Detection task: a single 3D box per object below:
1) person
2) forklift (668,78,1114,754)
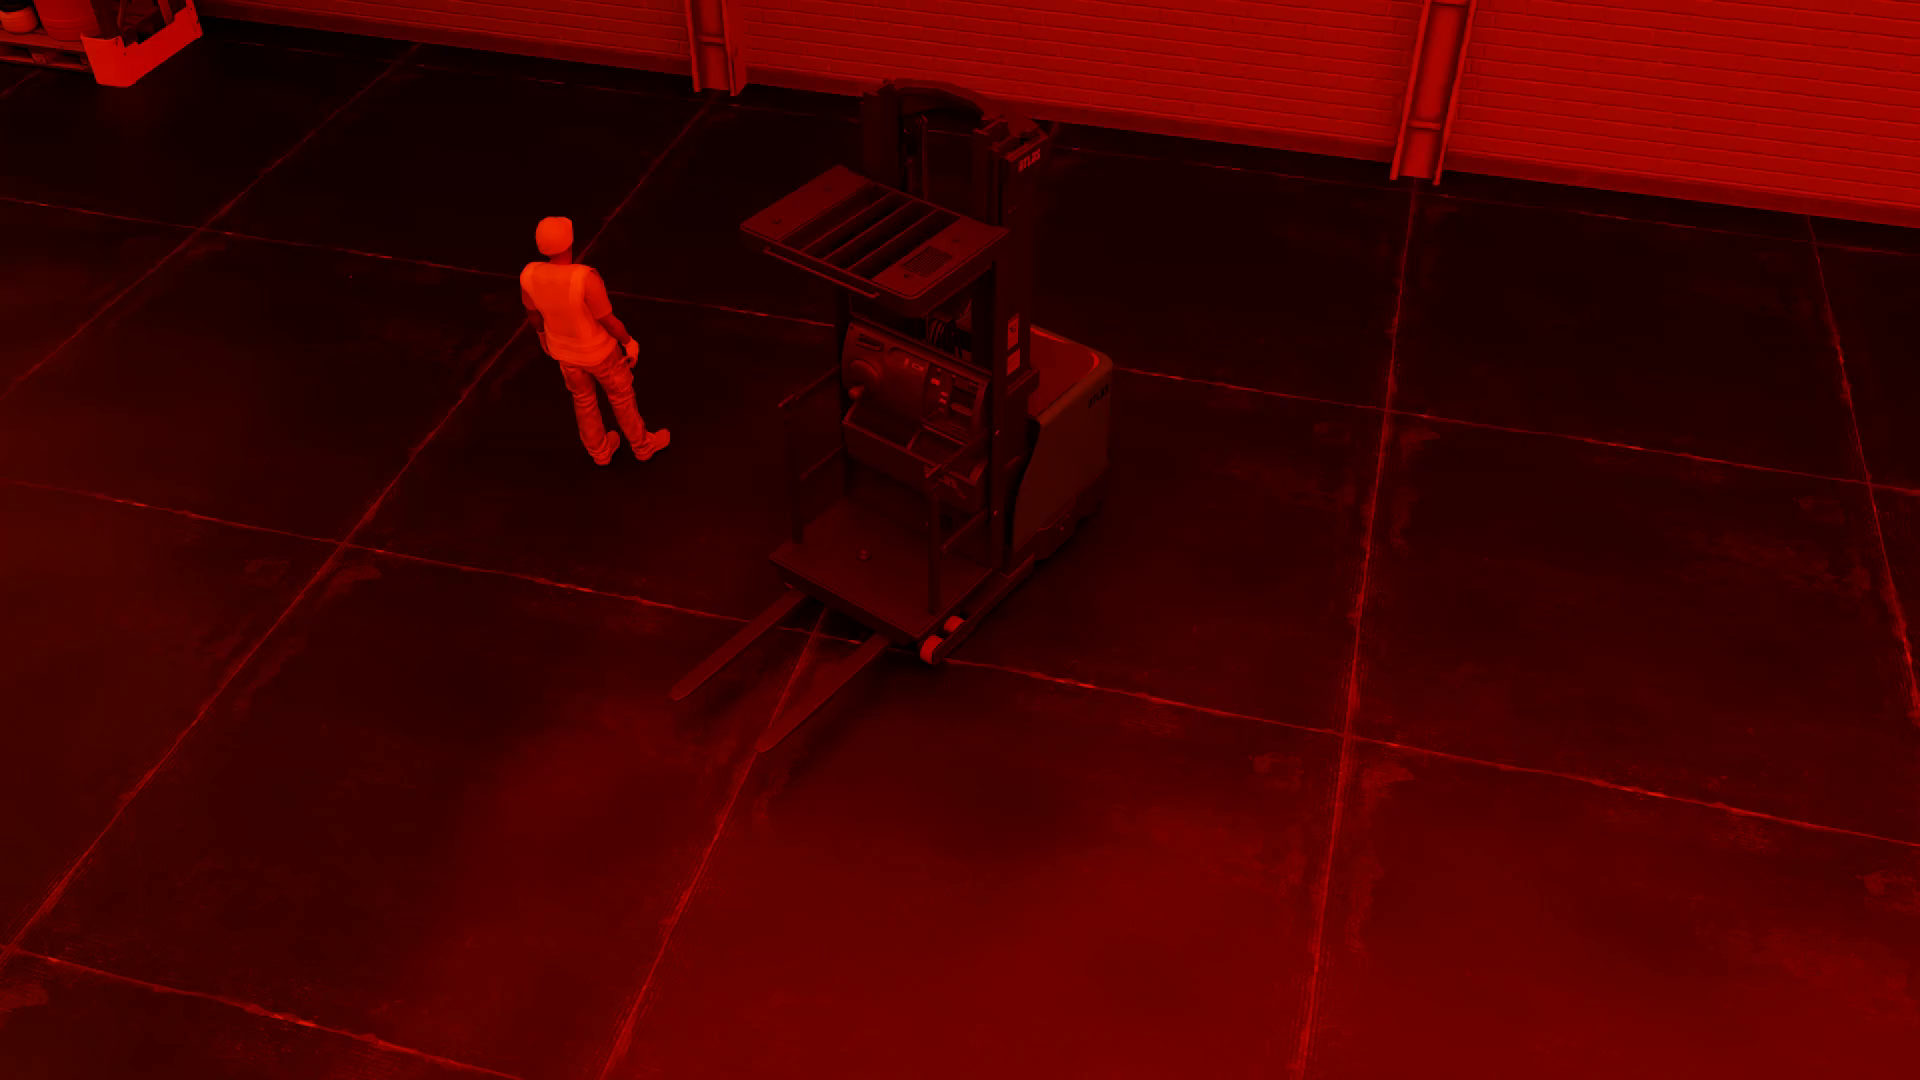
[{"bbox_3d":[-2.246,-1.225,10.119,0.656,1.785,0.576,12,43,14],"label":"person"},{"bbox_3d":[-0.375,-0.773,8.743,1.130,2.935,3.031,26,48,27],"label":"forklift"}]
